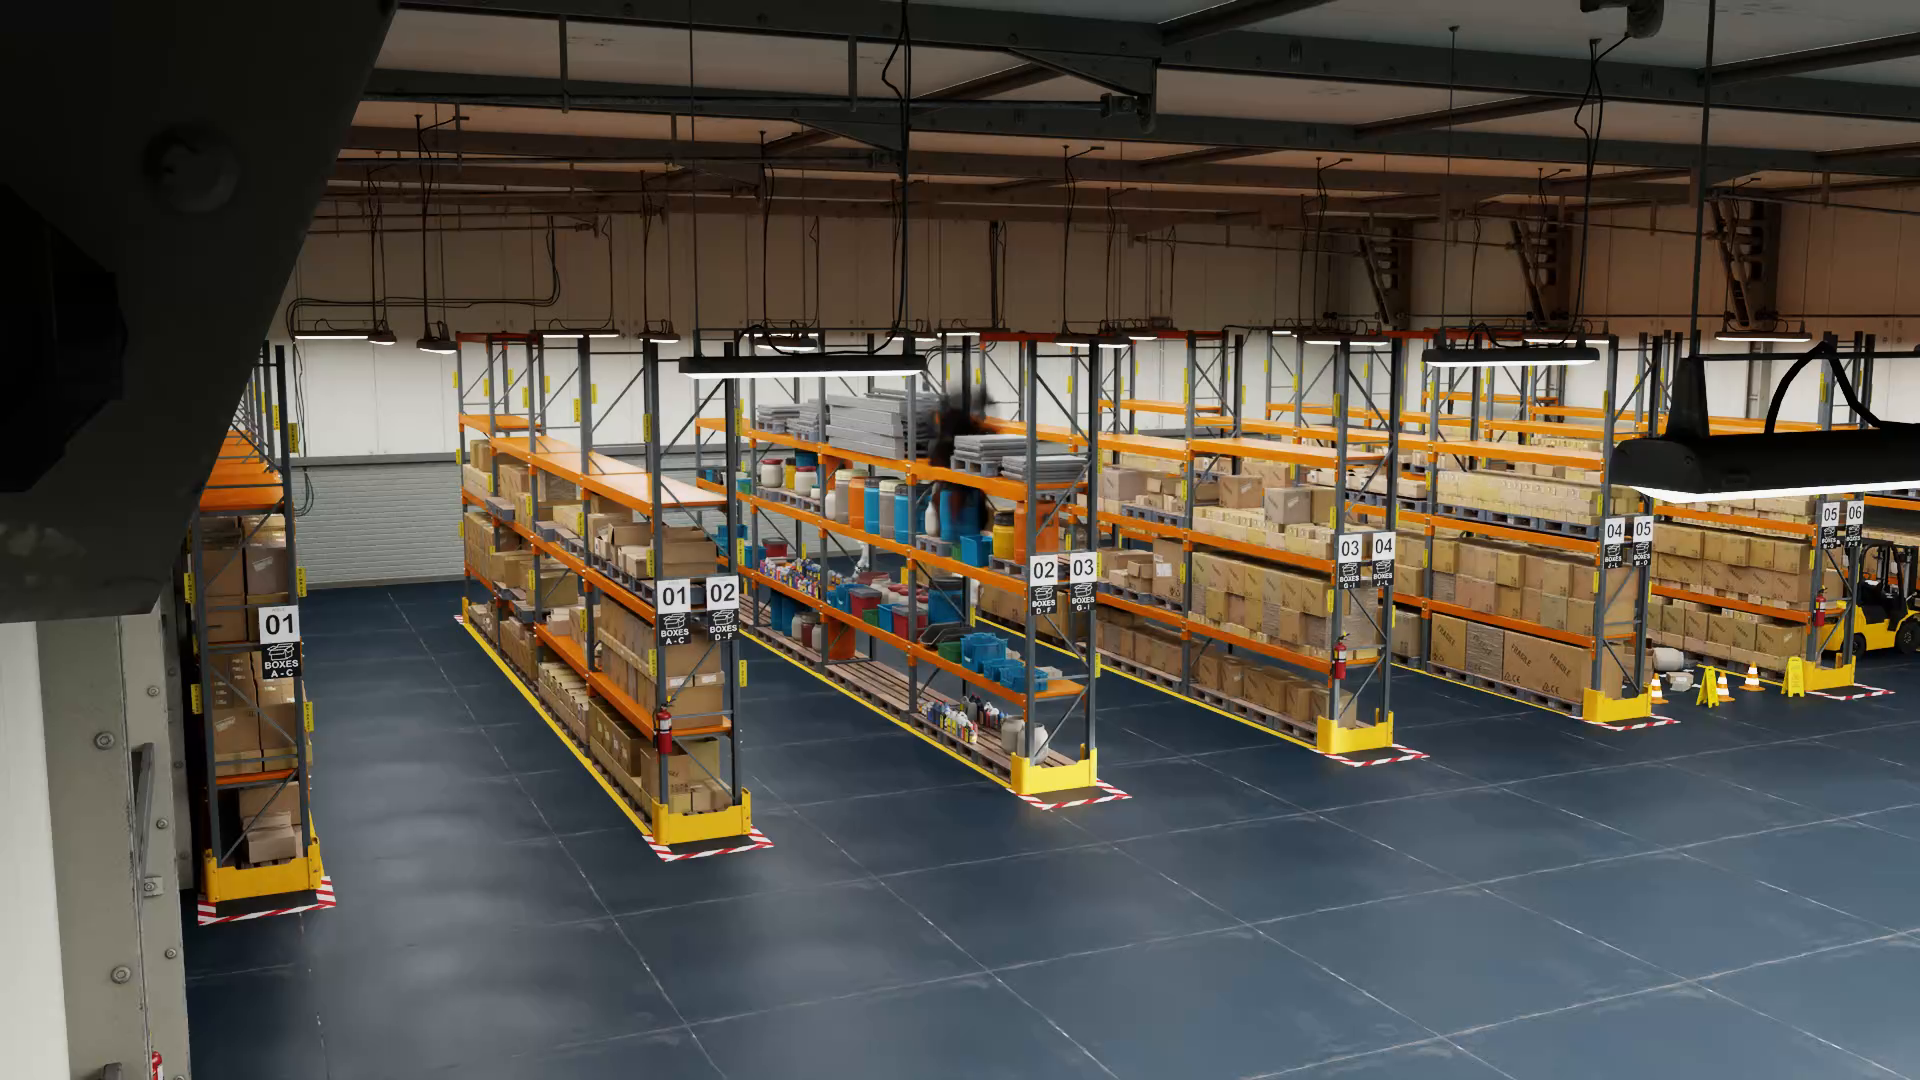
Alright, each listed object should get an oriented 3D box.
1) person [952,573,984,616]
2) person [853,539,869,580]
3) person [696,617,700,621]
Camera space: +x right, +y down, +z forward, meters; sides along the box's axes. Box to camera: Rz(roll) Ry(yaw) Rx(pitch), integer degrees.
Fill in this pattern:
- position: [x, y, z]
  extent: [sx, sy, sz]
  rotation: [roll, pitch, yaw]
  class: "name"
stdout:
- position: [0.159, 1.187, 31.698]
  extent: [0.676, 1.732, 0.668]
  rotation: [-5, 9, -34]
  class: "person"
- position: [-2.231, 0.130, 39.454]
  extent: [0.725, 1.858, 0.665]
  rotation: [-4, 9, -26]
  class: "person"
- position: [-4.939, 1.376, 30.054]
  extent: [0.711, 1.758, 0.953]
  rotation: [-6, 10, -37]
  class: "person"
